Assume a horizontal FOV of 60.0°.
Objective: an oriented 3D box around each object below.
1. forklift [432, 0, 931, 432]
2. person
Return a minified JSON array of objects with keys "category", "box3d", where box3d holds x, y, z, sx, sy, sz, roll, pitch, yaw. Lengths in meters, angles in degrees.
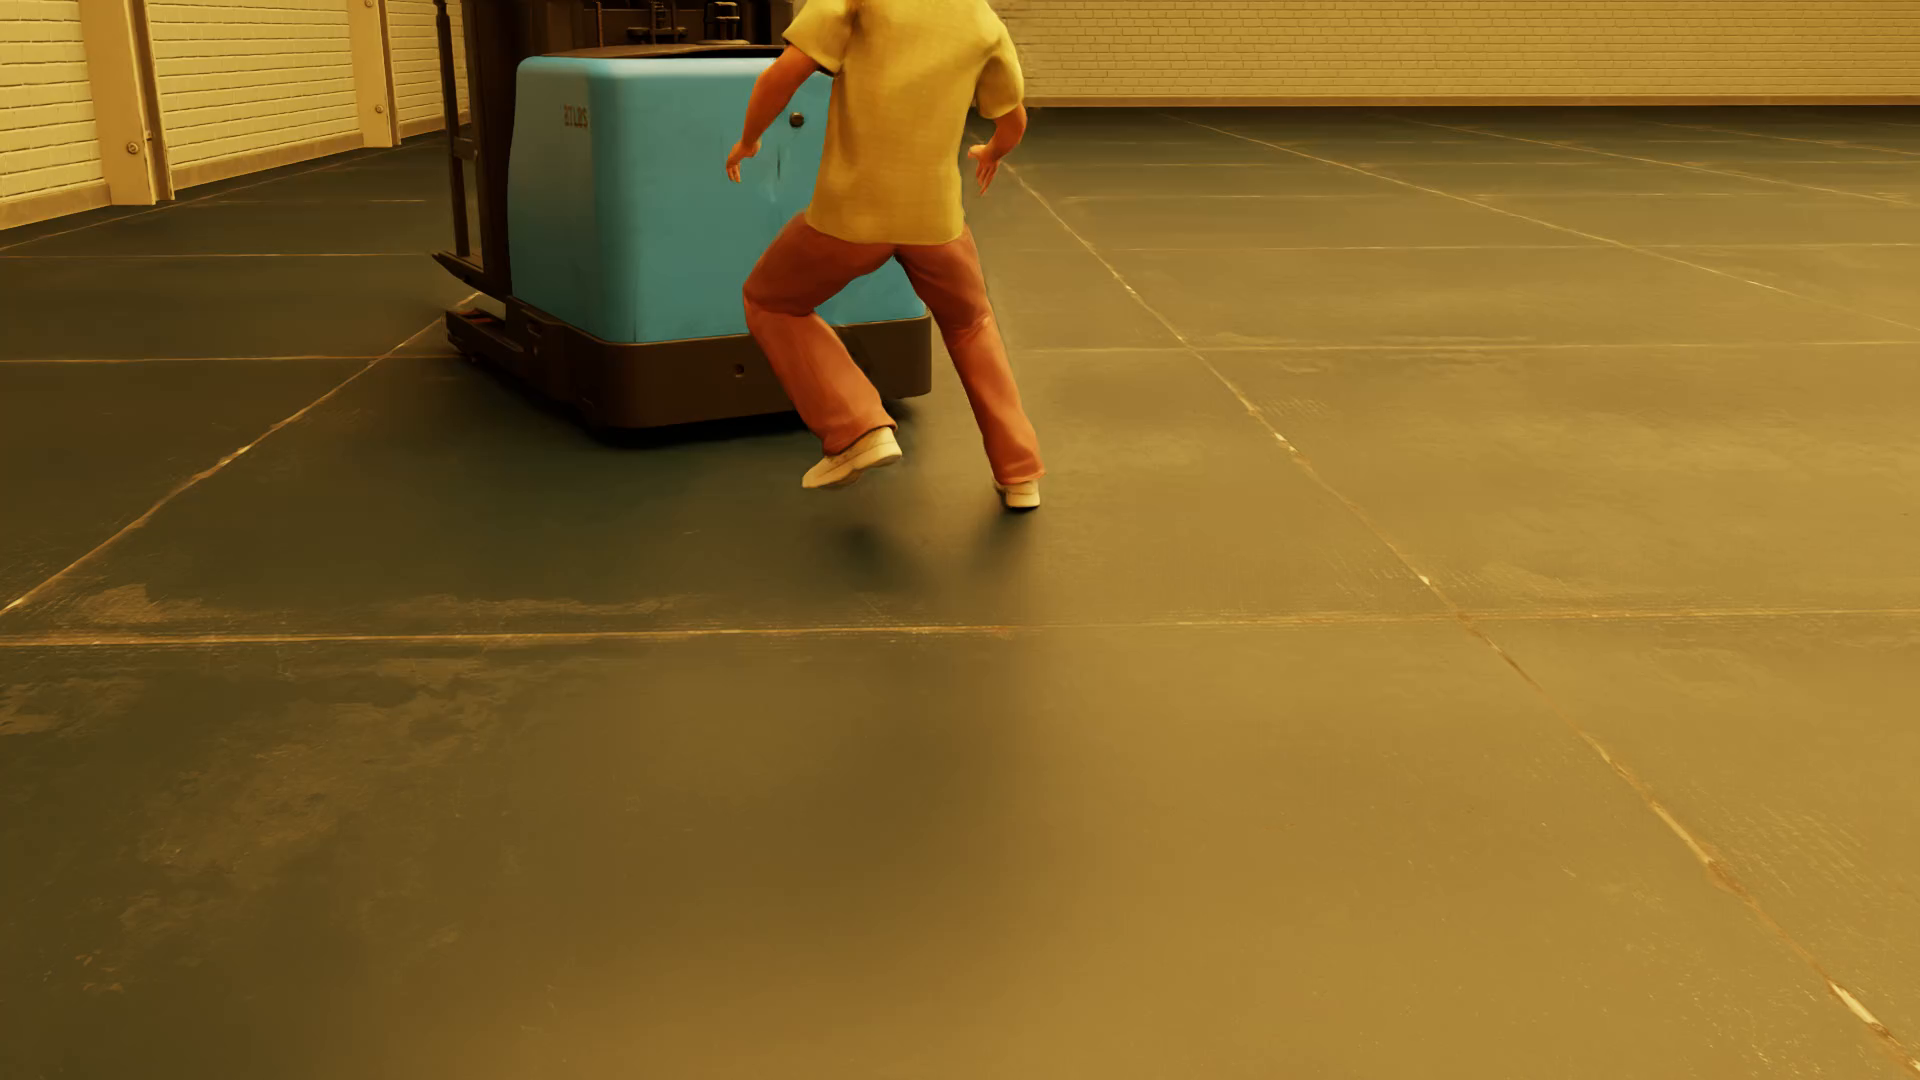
[{"category":"forklift","box3d":[-1.253,-2.098,5.764,1.130,2.935,3.031,-9,19,-28]},{"category":"person","box3d":[-0.148,-0.798,3.926,0.778,1.515,0.628,-5,18,-17]}]
